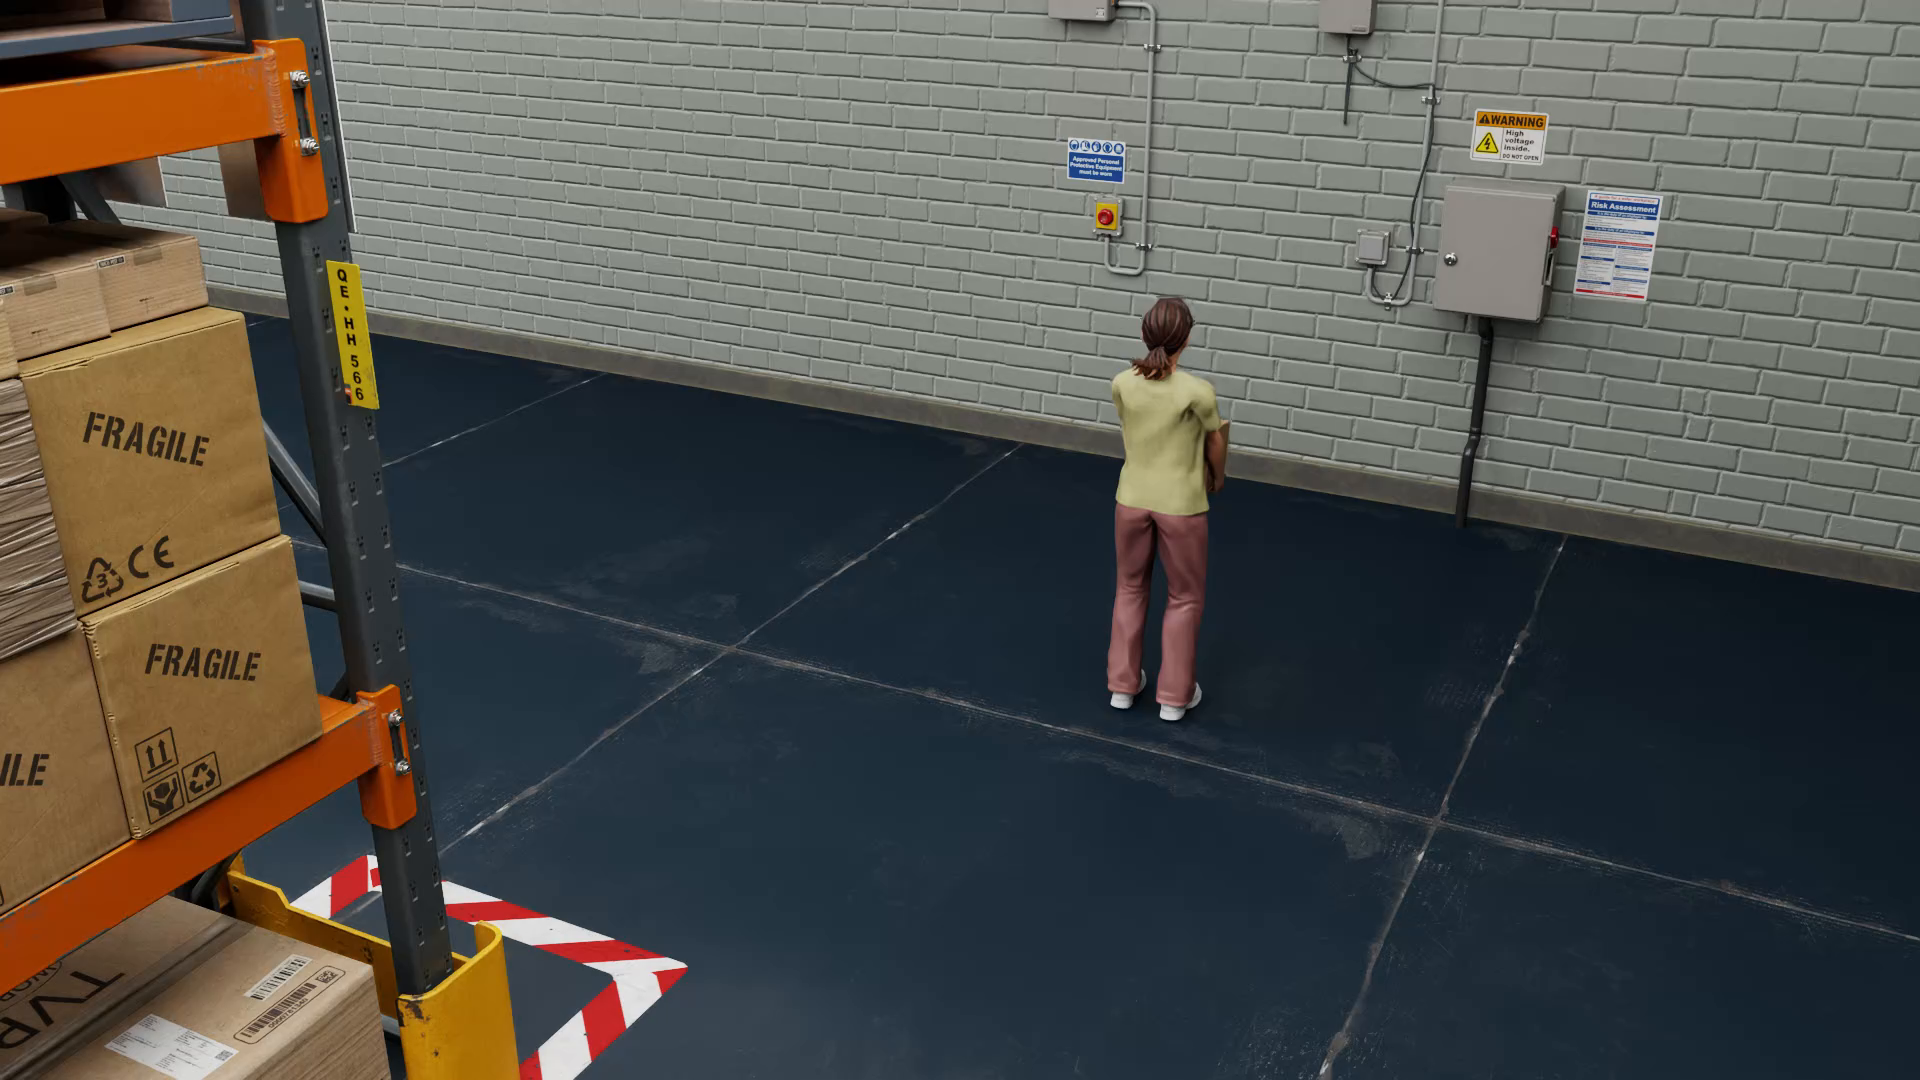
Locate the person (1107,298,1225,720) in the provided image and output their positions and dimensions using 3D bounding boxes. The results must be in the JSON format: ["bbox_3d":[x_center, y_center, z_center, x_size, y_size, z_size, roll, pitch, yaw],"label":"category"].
[{"bbox_3d":[0.802,-0.139,6.442,0.406,1.668,0.517,11,25,24],"label":"person"}]
